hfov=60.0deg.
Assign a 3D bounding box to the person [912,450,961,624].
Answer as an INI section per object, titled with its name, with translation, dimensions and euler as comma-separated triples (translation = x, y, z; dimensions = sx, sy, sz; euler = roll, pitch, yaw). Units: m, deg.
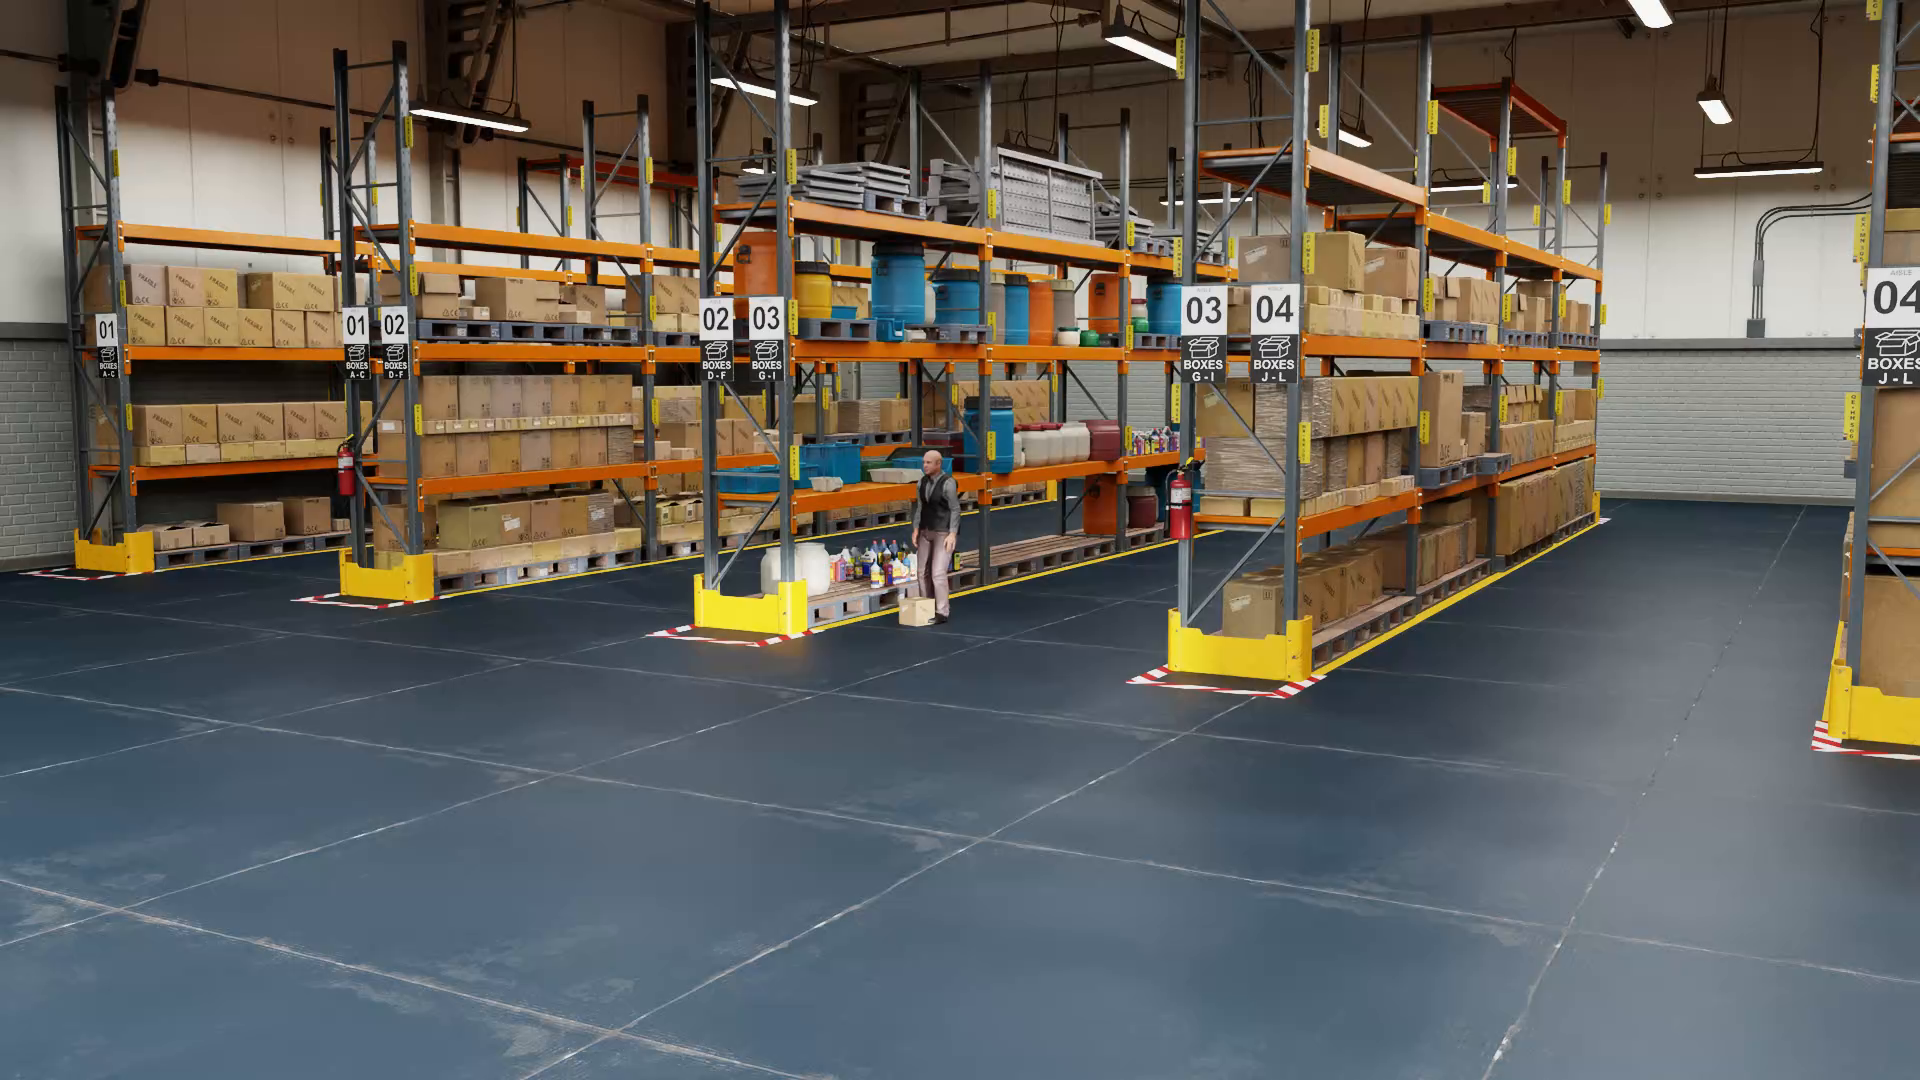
[person]
translation = -0.242, -0.040, 16.624
dimensions = 0.463, 1.721, 0.588
euler = -6, 8, -44
